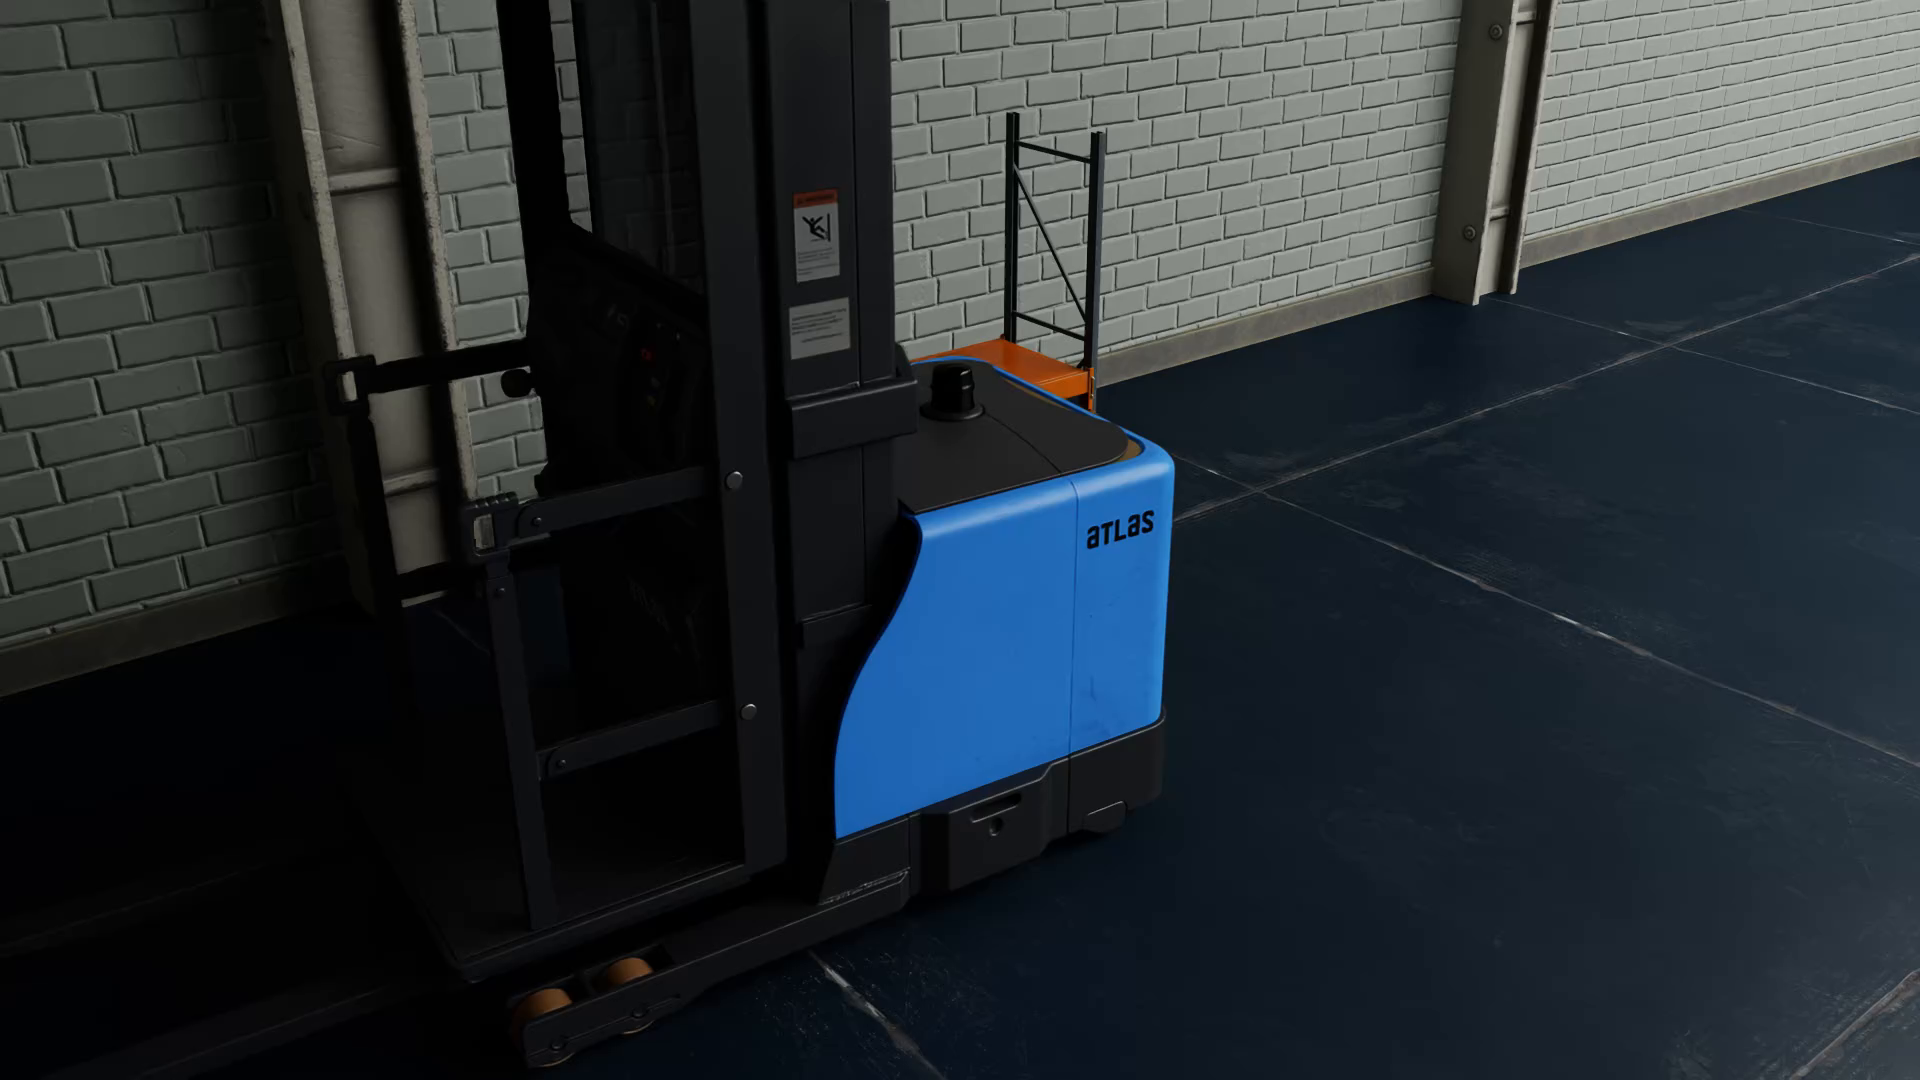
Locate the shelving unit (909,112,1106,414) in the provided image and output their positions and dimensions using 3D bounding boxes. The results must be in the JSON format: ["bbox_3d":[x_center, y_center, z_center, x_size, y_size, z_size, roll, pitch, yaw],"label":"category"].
[{"bbox_3d":[-0.060,-0.661,5.892,1.083,1.500,0.587,-18,31,-34],"label":"shelving unit"}]

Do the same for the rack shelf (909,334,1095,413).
[{"bbox_3d":[-0.067,-0.495,5.962,1.000,0.185,0.538,-18,31,-34],"label":"rack shelf"}]

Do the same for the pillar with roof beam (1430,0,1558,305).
[{"bbox_3d":[5.485,-4.025,4.233,0.400,9.000,9.100,-18,31,-34],"label":"pillar with roof beam"}]

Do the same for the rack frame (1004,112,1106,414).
[{"bbox_3d":[0.333,-0.790,6.171,0.032,1.500,0.500,-18,31,-34],"label":"rack frame"}]

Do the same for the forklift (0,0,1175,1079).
[{"bbox_3d":[-0.955,-0.408,3.647,3.031,2.935,1.130,-15,29,-30],"label":"forklift"}]

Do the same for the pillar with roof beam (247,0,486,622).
[{"bbox_3d":[0.764,-2.466,0.874,0.400,9.000,9.100,-18,31,-34],"label":"pillar with roof beam"}]
